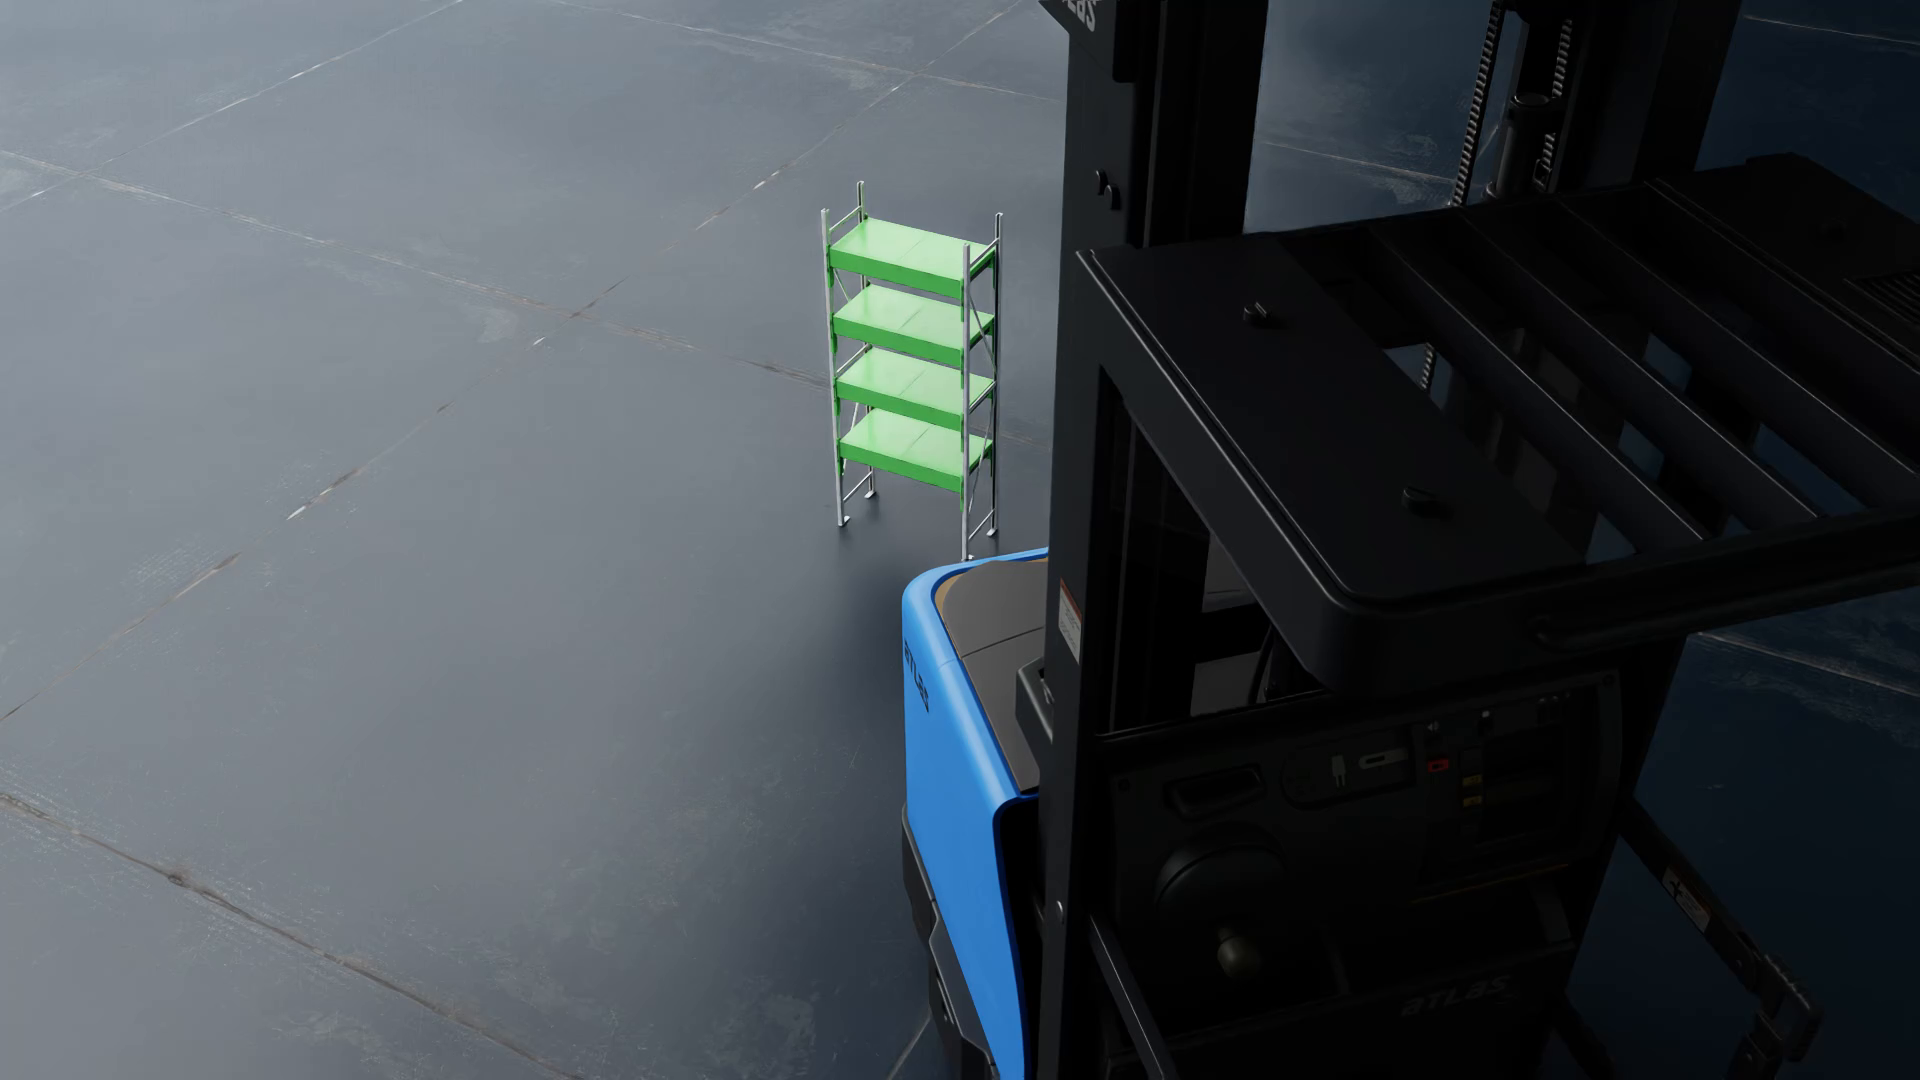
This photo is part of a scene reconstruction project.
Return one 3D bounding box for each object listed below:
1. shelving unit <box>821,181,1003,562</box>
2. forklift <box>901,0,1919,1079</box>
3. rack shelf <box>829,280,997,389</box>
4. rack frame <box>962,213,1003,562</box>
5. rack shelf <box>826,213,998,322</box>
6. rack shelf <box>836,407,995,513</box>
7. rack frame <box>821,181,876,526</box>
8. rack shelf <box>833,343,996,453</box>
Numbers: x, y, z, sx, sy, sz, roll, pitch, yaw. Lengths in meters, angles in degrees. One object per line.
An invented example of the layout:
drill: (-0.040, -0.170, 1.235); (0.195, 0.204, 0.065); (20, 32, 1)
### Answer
shelving unit: (-0.147, -0.524, 5.448); (0.503, 1.200, 0.258); (17, 41, 21)
forklift: (0.752, 0.535, 2.621); (1.130, 2.935, 3.031); (-10, 38, -13)
rack shelf: (-0.147, -0.664, 5.341); (0.480, 0.148, 0.258); (17, 41, 21)
rack frame: (0.070, -0.456, 5.358); (0.015, 1.200, 0.240); (17, 41, 21)
rack shelf: (-0.147, -0.855, 5.196); (0.480, 0.148, 0.258); (17, 41, 21)
rack shelf: (-0.147, -0.282, 5.632); (0.480, 0.148, 0.258); (17, 41, 21)
rack frame: (-0.364, -0.592, 5.537); (0.015, 1.200, 0.240); (17, 41, 21)
rack shelf: (-0.147, -0.473, 5.486); (0.480, 0.148, 0.258); (17, 41, 21)
